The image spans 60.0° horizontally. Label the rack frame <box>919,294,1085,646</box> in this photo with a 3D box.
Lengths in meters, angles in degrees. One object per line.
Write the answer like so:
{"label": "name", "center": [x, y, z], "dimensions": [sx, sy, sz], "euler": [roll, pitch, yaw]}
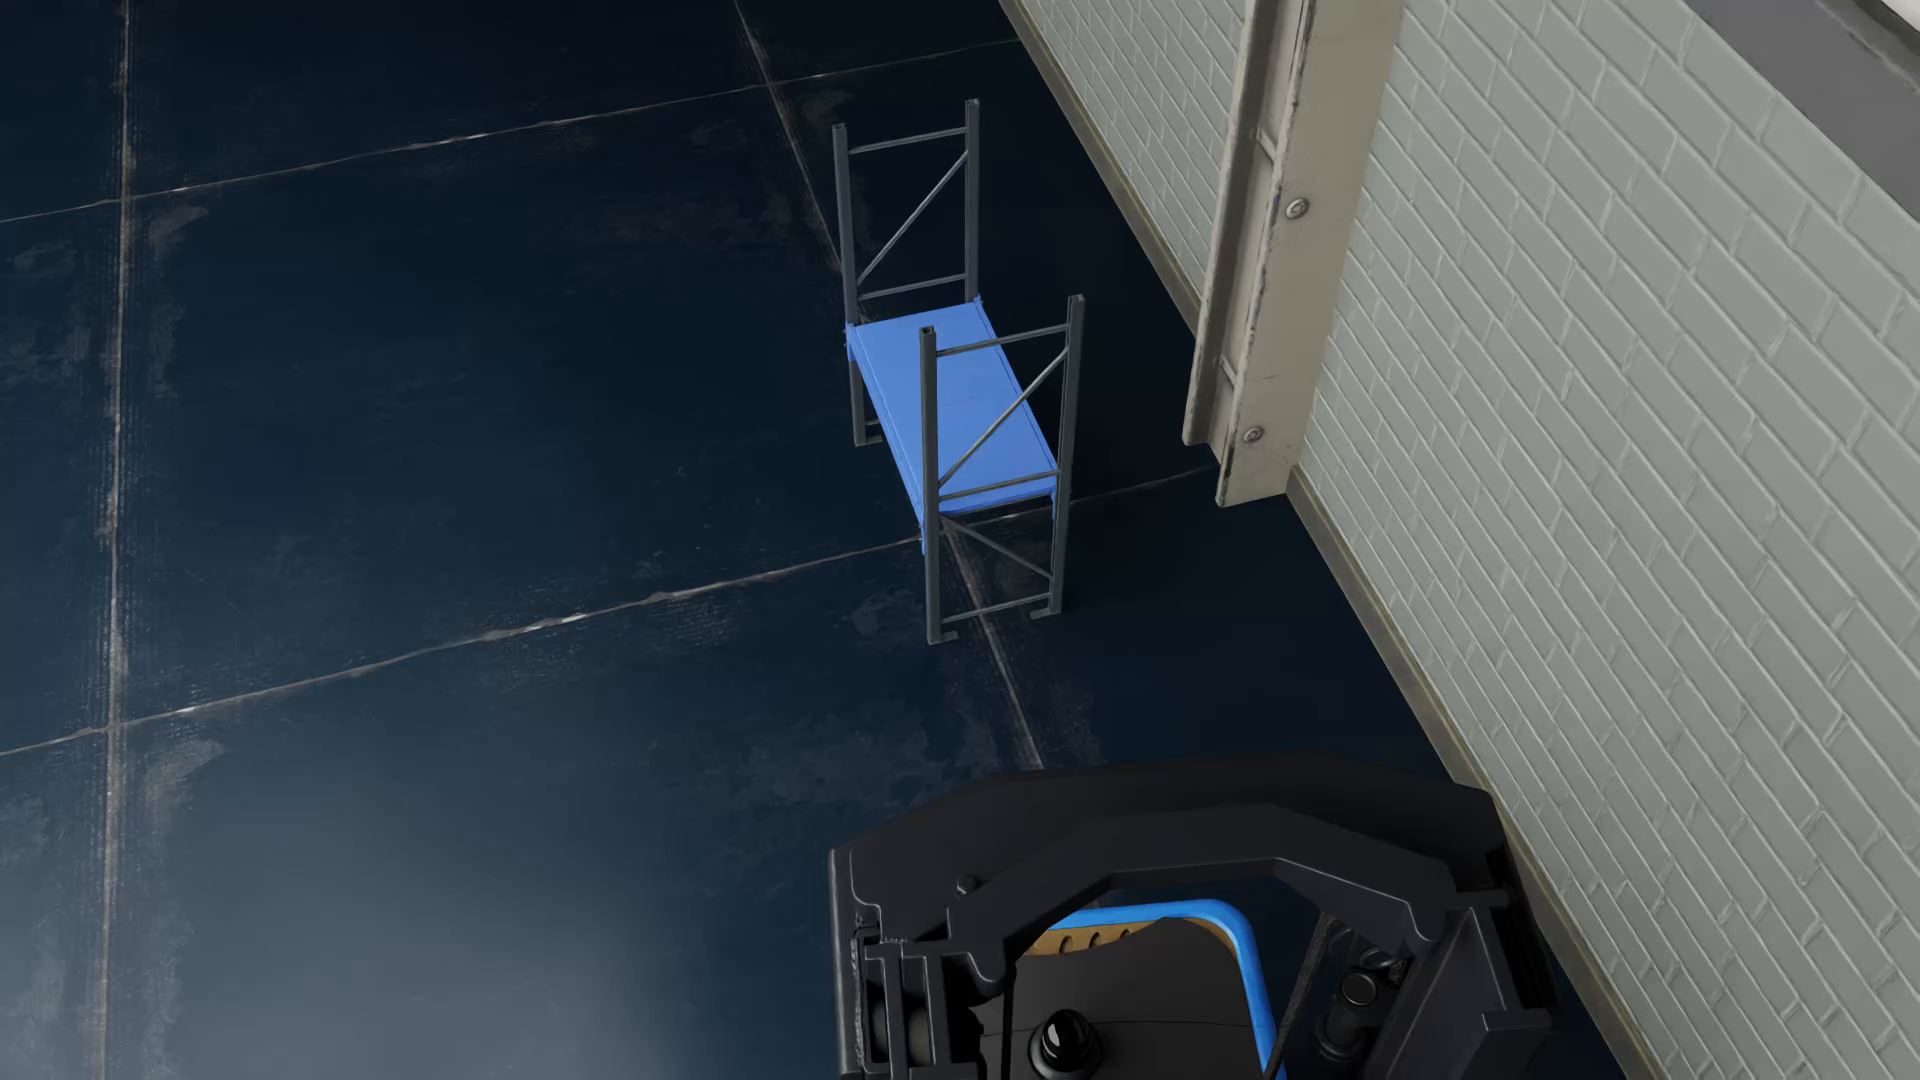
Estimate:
{"label": "rack frame", "center": [0.125, -0.174, 5.416], "dimensions": [0.500, 1.500, 0.032], "euler": [-13, 51, -11]}

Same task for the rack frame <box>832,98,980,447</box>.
{"label": "rack frame", "center": [-0.176, -0.917, 6.042], "dimensions": [0.500, 1.500, 0.032], "euler": [-13, 51, -11]}

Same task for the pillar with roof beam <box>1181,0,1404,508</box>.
{"label": "pillar with roof beam", "center": [-3.031, -2.228, 2.243], "dimensions": [9.100, 9.000, 0.400], "euler": [-13, 51, -11]}

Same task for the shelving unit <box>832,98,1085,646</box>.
{"label": "shelving unit", "center": [-0.025, -0.546, 5.729], "dimensions": [0.538, 1.500, 1.048], "euler": [-13, 51, -11]}

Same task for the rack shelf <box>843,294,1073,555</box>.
{"label": "rack shelf", "center": [-0.025, -0.430, 5.867], "dimensions": [0.538, 0.185, 1.000], "euler": [-13, 51, -11]}

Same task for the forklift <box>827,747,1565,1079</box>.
{"label": "forklift", "center": [0.350, 1.790, 2.824], "dimensions": [1.130, 2.935, 3.031], "euler": [-4, 50, -4]}
